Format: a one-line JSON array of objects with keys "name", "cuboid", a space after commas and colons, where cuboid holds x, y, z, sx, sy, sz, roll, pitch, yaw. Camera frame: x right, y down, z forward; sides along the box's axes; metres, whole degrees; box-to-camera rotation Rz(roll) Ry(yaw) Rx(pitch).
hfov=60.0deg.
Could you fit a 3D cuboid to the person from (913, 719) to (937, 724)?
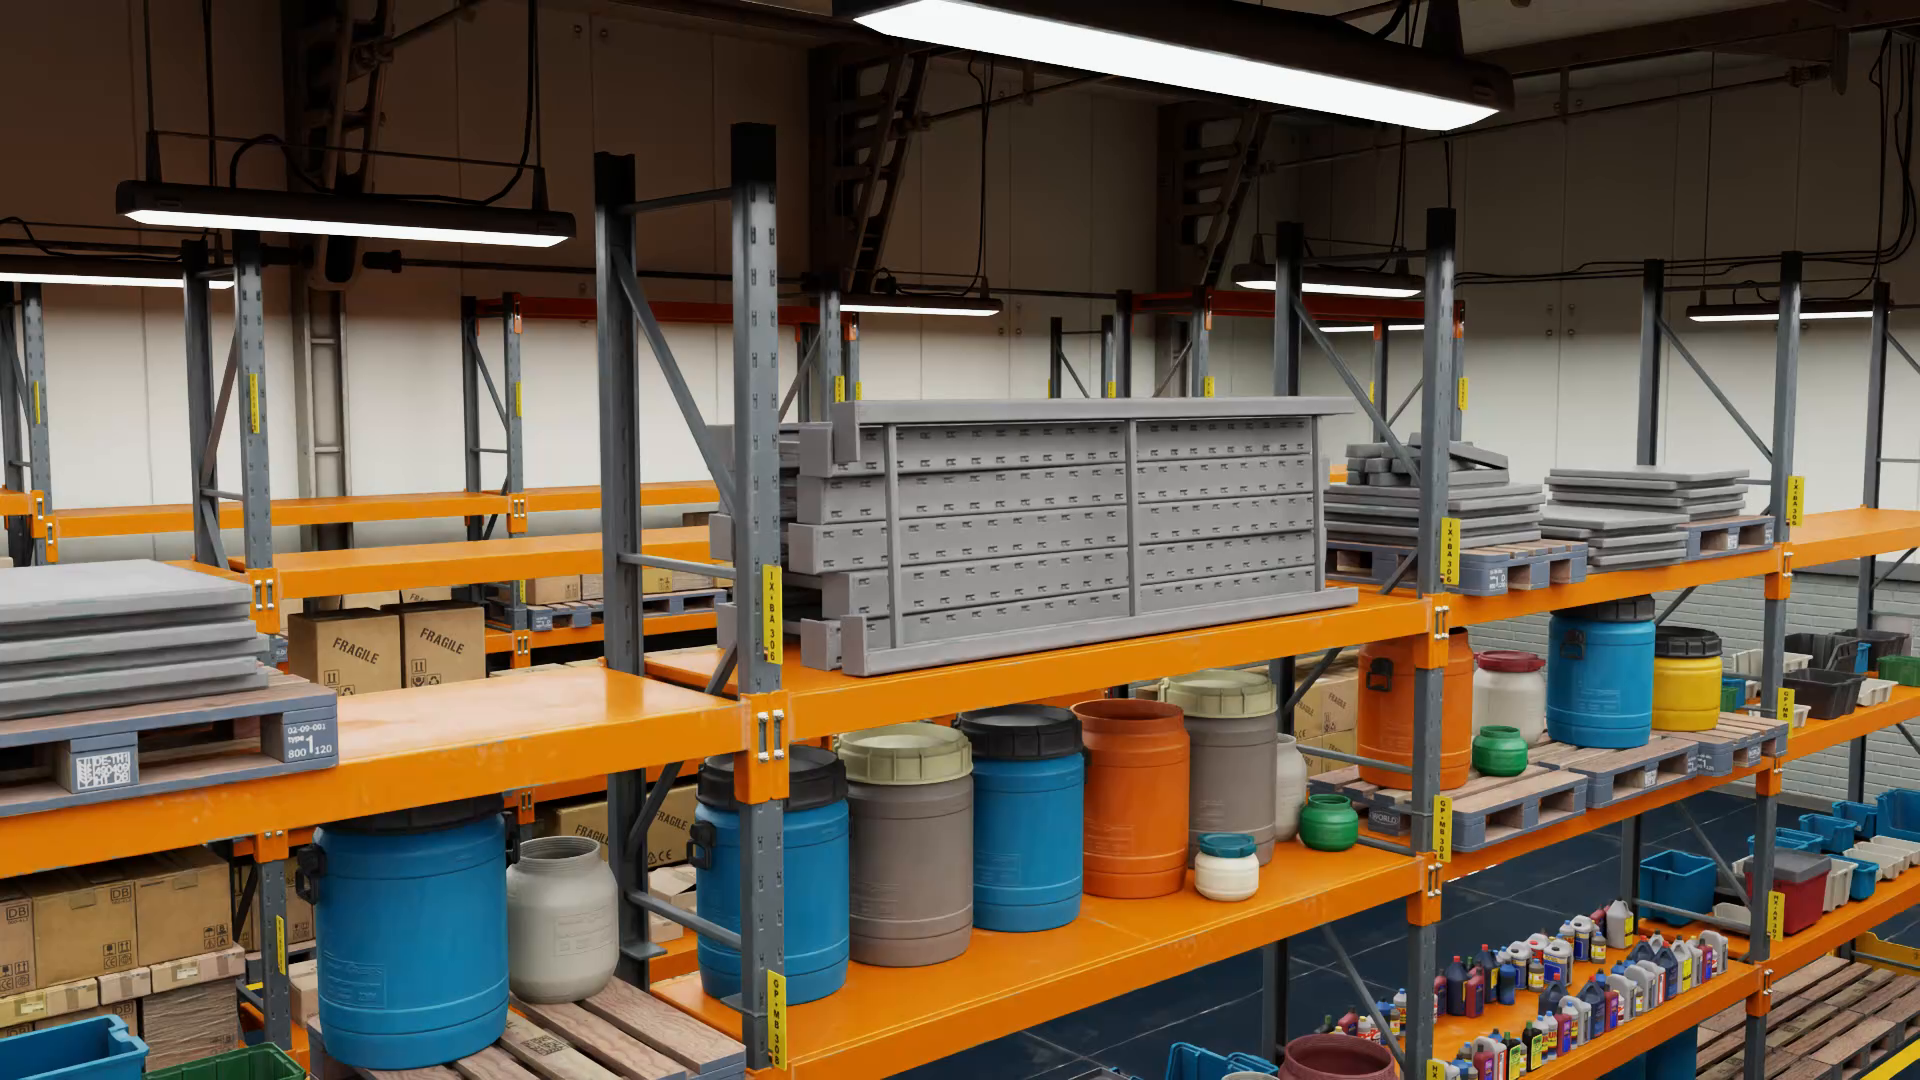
[{"name": "person", "cuboid": [-0.408, 2.679, 17.487, 0.991, 1.623, 0.505, -4, 7, -35]}]
